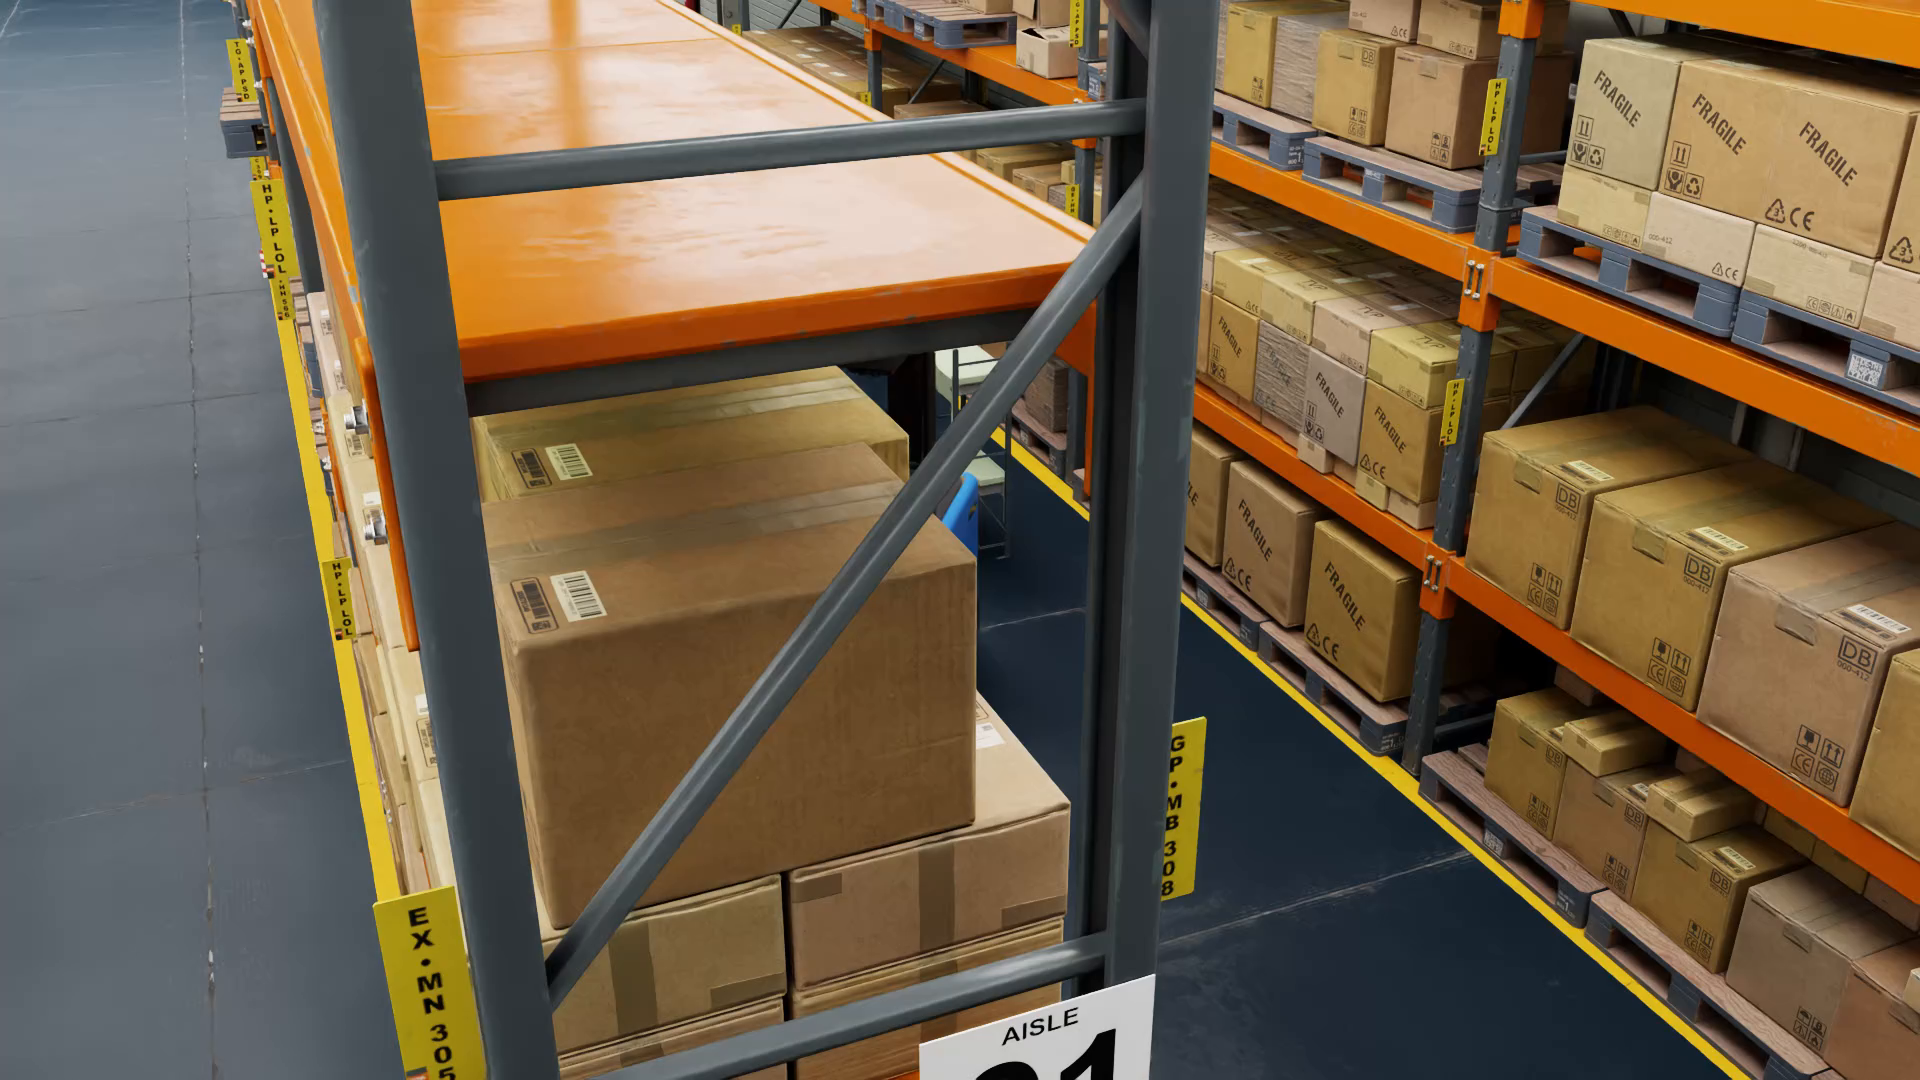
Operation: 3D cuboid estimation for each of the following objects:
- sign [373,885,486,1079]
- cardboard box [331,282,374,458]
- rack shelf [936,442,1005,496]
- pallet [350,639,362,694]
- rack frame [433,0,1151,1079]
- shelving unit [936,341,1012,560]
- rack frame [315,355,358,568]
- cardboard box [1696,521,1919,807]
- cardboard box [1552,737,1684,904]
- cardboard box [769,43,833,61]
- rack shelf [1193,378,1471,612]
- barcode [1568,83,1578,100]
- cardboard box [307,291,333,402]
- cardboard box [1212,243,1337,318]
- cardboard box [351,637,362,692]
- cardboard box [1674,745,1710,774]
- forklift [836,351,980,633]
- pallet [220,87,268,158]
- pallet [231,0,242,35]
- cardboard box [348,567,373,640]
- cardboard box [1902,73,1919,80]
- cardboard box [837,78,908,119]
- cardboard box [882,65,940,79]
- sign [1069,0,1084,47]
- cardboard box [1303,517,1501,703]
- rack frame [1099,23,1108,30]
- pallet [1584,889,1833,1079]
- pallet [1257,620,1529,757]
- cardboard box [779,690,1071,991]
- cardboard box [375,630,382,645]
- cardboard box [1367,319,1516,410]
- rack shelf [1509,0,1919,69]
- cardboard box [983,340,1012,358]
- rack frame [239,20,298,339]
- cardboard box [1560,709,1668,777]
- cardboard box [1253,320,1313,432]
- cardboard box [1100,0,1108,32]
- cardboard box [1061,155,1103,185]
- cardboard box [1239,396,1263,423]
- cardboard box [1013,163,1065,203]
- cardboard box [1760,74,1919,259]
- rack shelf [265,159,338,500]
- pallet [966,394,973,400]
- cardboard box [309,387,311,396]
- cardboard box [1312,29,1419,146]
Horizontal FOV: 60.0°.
[{"bbox_3d":[-0.694,0.596,2.182,0.100,0.325,0.005,-11,28,-21],"label":"sign"},{"bbox_3d":[-1.249,-0.585,4.358,0.700,0.500,0.500,-11,28,-21],"label":"cardboard box"},{"bbox_3d":[-0.003,-0.472,11.027,0.368,0.124,0.686,-11,28,-21],"label":"rack shelf"},{"bbox_3d":[-3.050,0.586,9.809,1.003,0.211,1.213,-11,28,-21],"label":"pallet"},{"bbox_3d":[-0.172,-0.442,1.898,0.949,2.616,0.053,-11,28,-21],"label":"rack frame"},{"bbox_3d":[-0.003,-0.677,10.926,0.431,1.500,0.755,-11,28,-21],"label":"shelving unit"},{"bbox_3d":[-1.742,0.640,6.520,1.000,3.000,0.127,-11,28,-21],"label":"rack frame"},{"bbox_3d":[3.587,0.462,6.543,0.980,0.700,0.700,-12,28,-23],"label":"cardboard box"},{"bbox_3d":[3.207,1.245,7.652,0.700,0.500,0.500,-11,28,-21],"label":"cardboard box"},{"bbox_3d":[-1.593,-4.680,16.711,0.500,0.500,0.500,-12,28,-22],"label":"cardboard box"},{"bbox_3d":[2.032,-0.697,10.078,1.077,0.370,4.000,-11,28,-21],"label":"rack shelf"},{"bbox_3d":[2.924,-2.137,7.923,0.001,0.075,0.075,-8,27,-16],"label":"barcode"},{"bbox_3d":[-1.780,-0.626,5.296,0.500,0.250,0.500,-11,28,-21],"label":"cardboard box"},{"bbox_3d":[1.805,-1.501,9.576,0.500,0.250,0.500,-11,28,-22],"label":"cardboard box"},{"bbox_3d":[-2.991,0.597,8.955,0.500,0.500,0.500,-11,28,-21],"label":"cardboard box"},{"bbox_3d":[3.451,0.976,7.463,0.380,0.149,0.250,-12,28,-22],"label":"cardboard box"},{"bbox_3d":[-0.714,-0.141,8.271,1.129,2.867,3.031,6,27,12],"label":"forklift"},{"bbox_3d":[-3.656,-2.496,9.741,1.213,0.211,1.003,-9,28,-18],"label":"pallet"},{"bbox_3d":[-5.232,-4.238,13.192,1.003,0.211,1.213,-11,28,-21],"label":"pallet"},{"bbox_3d":[-1.816,0.384,5.790,0.500,0.500,0.500,-10,28,-19],"label":"cardboard box"},{"bbox_3d":[3.731,-1.406,6.016,0.500,0.500,0.500,-12,28,-22],"label":"cardboard box"},{"bbox_3d":[-0.788,-3.858,15.027,0.500,0.500,0.500,-11,28,-21],"label":"cardboard box"},{"bbox_3d":[-0.509,-4.156,15.636,0.500,0.500,0.500,-11,28,-21],"label":"cardboard box"},{"bbox_3d":[0.748,-3.315,10.613,0.100,0.325,0.005,-11,28,-21],"label":"sign"},{"bbox_3d":[2.441,0.325,9.138,0.750,0.750,0.750,-10,28,-20],"label":"cardboard box"},{"bbox_3d":[1.246,-4.523,10.257,0.949,2.616,0.053,-11,28,-21],"label":"rack frame"},{"bbox_3d":[3.522,1.854,7.212,1.003,0.211,1.213,-11,28,-21],"label":"pallet"},{"bbox_3d":[2.443,0.742,9.490,1.003,0.211,1.213,-11,28,-21],"label":"pallet"},{"bbox_3d":[-0.137,0.498,2.994,0.500,0.250,0.500,-11,28,-21],"label":"cardboard box"},{"bbox_3d":[-1.193,0.204,4.165,0.500,0.250,0.500,-11,28,-21],"label":"cardboard box"},{"bbox_3d":[2.397,-0.882,8.307,0.500,0.250,0.500,-10,28,-19],"label":"cardboard box"},{"bbox_3d":[3.598,-1.598,5.542,1.077,0.370,4.000,-11,28,-21],"label":"rack shelf"},{"bbox_3d":[0.603,-1.607,13.471,0.700,0.500,0.500,-11,28,-21],"label":"cardboard box"},{"bbox_3d":[-4.875,-2.590,13.135,1.000,3.000,0.127,-11,28,-21],"label":"rack frame"},{"bbox_3d":[2.980,0.920,7.579,0.380,0.149,0.250,-10,28,-19],"label":"cardboard box"},{"bbox_3d":[2.005,-0.952,9.305,0.500,0.500,0.500,-11,28,-20],"label":"cardboard box"},{"bbox_3d":[1.178,-3.559,11.566,0.500,0.500,0.500,-11,28,-21],"label":"cardboard box"},{"bbox_3d":[0.946,-2.623,11.849,0.380,0.149,0.250,-16,30,-29],"label":"cardboard box"},{"bbox_3d":[1.871,-0.826,9.787,0.380,0.149,0.250,-10,28,-19],"label":"cardboard box"},{"bbox_3d":[0.811,-2.479,12.293,0.700,0.500,0.500,-13,29,-25],"label":"cardboard box"},{"bbox_3d":[3.242,-1.323,5.845,0.500,0.500,0.500,-10,28,-20],"label":"cardboard box"},{"bbox_3d":[-2.525,-1.192,7.674,1.077,0.370,4.000,-11,28,-21],"label":"rack shelf"},{"bbox_3d":[0.470,-1.382,13.840,1.003,0.211,1.213,-11,28,-21],"label":"pallet"},{"bbox_3d":[-4.339,-0.965,11.823,0.500,0.311,0.500,-10,28,-19],"label":"cardboard box"},{"bbox_3d":[2.294,-2.391,8.694,0.700,0.500,0.500,-11,28,-22],"label":"cardboard box"}]
